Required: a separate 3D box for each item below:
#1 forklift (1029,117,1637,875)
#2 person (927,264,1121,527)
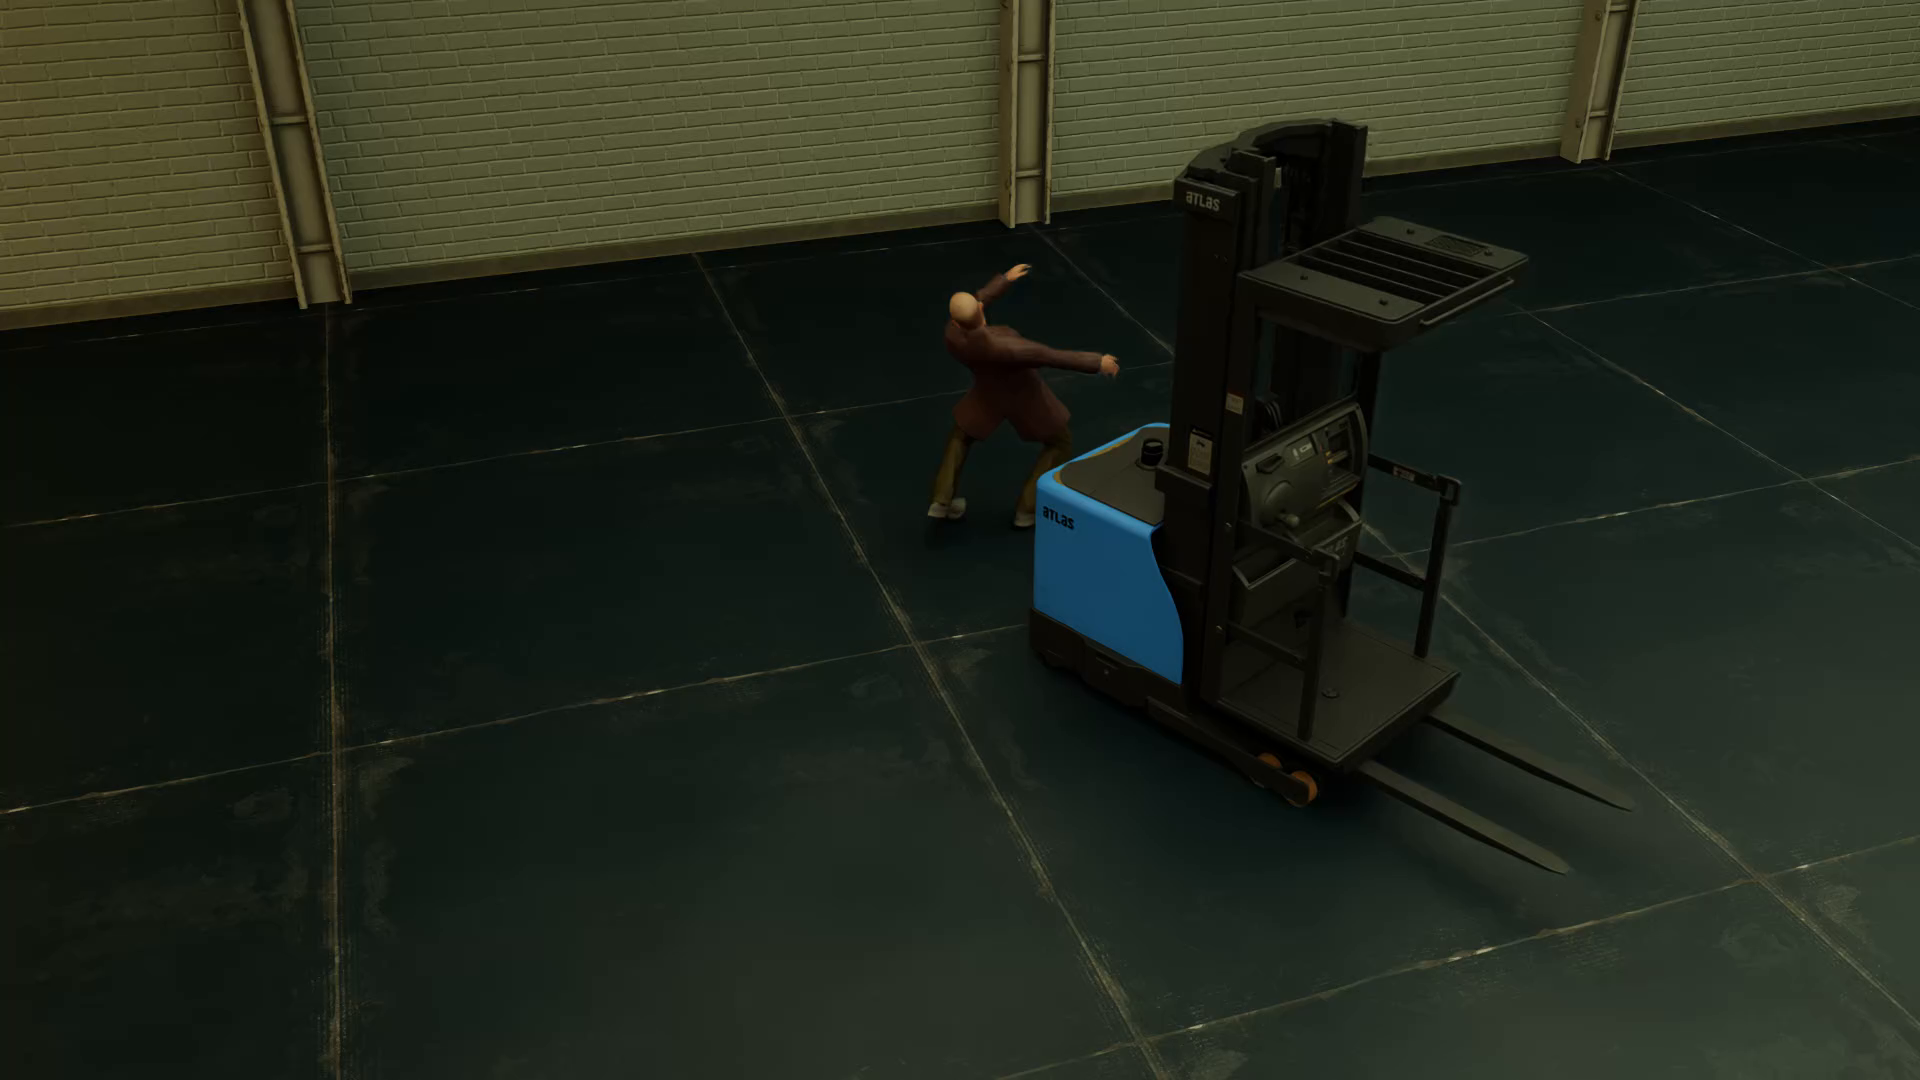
[{"bbox_3d":[1.760,-0.305,7.617,1.130,2.935,3.031,-26,39,-37],"label":"forklift"},{"bbox_3d":[0.400,-0.797,9.852,1.065,1.537,0.835,9,31,15],"label":"person"}]
